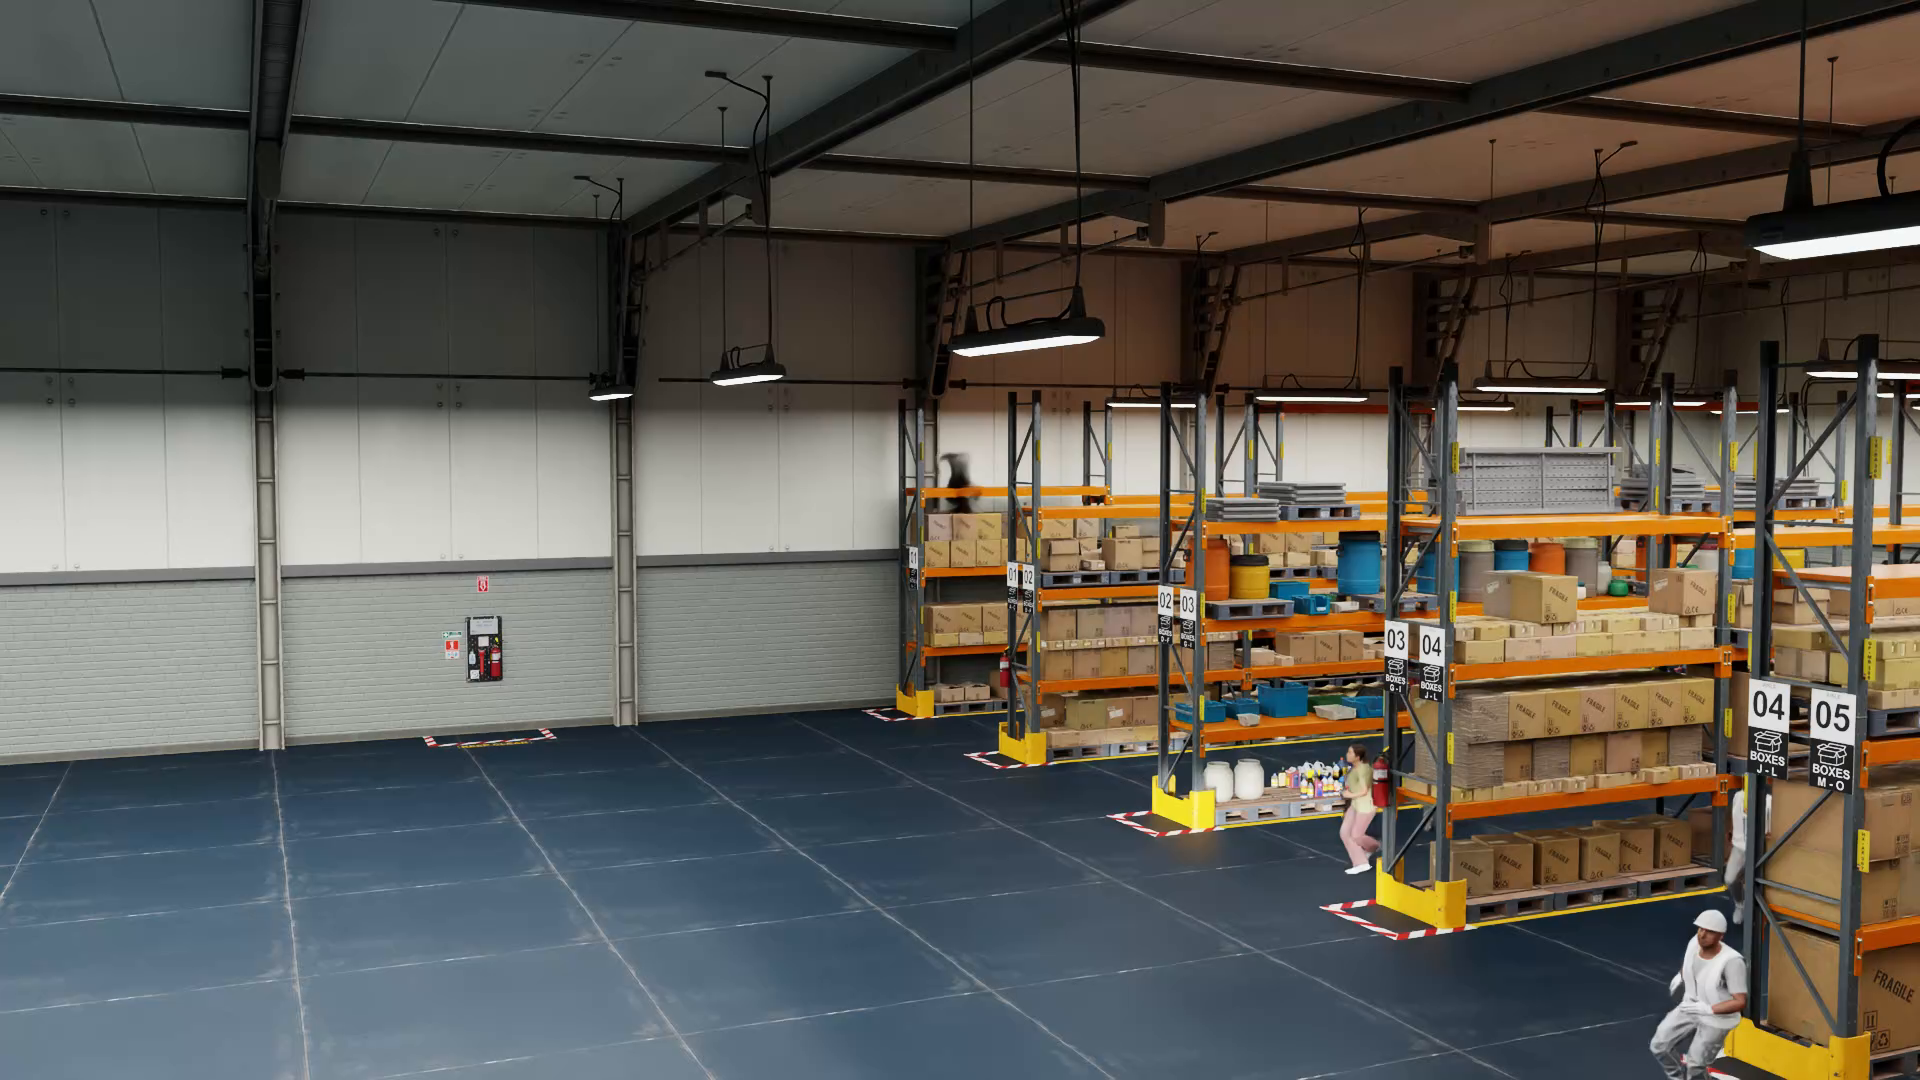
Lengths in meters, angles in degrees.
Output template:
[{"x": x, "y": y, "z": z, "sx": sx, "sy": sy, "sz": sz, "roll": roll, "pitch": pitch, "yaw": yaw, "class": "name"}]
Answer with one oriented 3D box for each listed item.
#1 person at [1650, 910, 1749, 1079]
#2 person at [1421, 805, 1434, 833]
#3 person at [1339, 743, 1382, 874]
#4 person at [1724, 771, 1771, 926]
[{"x": 5.566, "y": 3.594, "z": 12.572, "sx": 0.709, "sy": 1.687, "sz": 0.874, "roll": -2, "pitch": 4, "yaw": -31, "class": "person"}, {"x": 6.324, "y": 3.030, "z": 22.026, "sx": 0.685, "sy": 1.714, "sz": 0.561, "roll": -3, "pitch": 5, "yaw": -43, "class": "person"}, {"x": 4.882, "y": 3.221, "z": 20.023, "sx": 0.612, "sy": 1.609, "sz": 0.686, "roll": -1, "pitch": 3, "yaw": -12, "class": "person"}, {"x": 8.342, "y": 3.257, "z": 17.523, "sx": 0.656, "sy": 1.726, "sz": 0.666, "roll": -3, "pitch": 4, "yaw": -39, "class": "person"}]
